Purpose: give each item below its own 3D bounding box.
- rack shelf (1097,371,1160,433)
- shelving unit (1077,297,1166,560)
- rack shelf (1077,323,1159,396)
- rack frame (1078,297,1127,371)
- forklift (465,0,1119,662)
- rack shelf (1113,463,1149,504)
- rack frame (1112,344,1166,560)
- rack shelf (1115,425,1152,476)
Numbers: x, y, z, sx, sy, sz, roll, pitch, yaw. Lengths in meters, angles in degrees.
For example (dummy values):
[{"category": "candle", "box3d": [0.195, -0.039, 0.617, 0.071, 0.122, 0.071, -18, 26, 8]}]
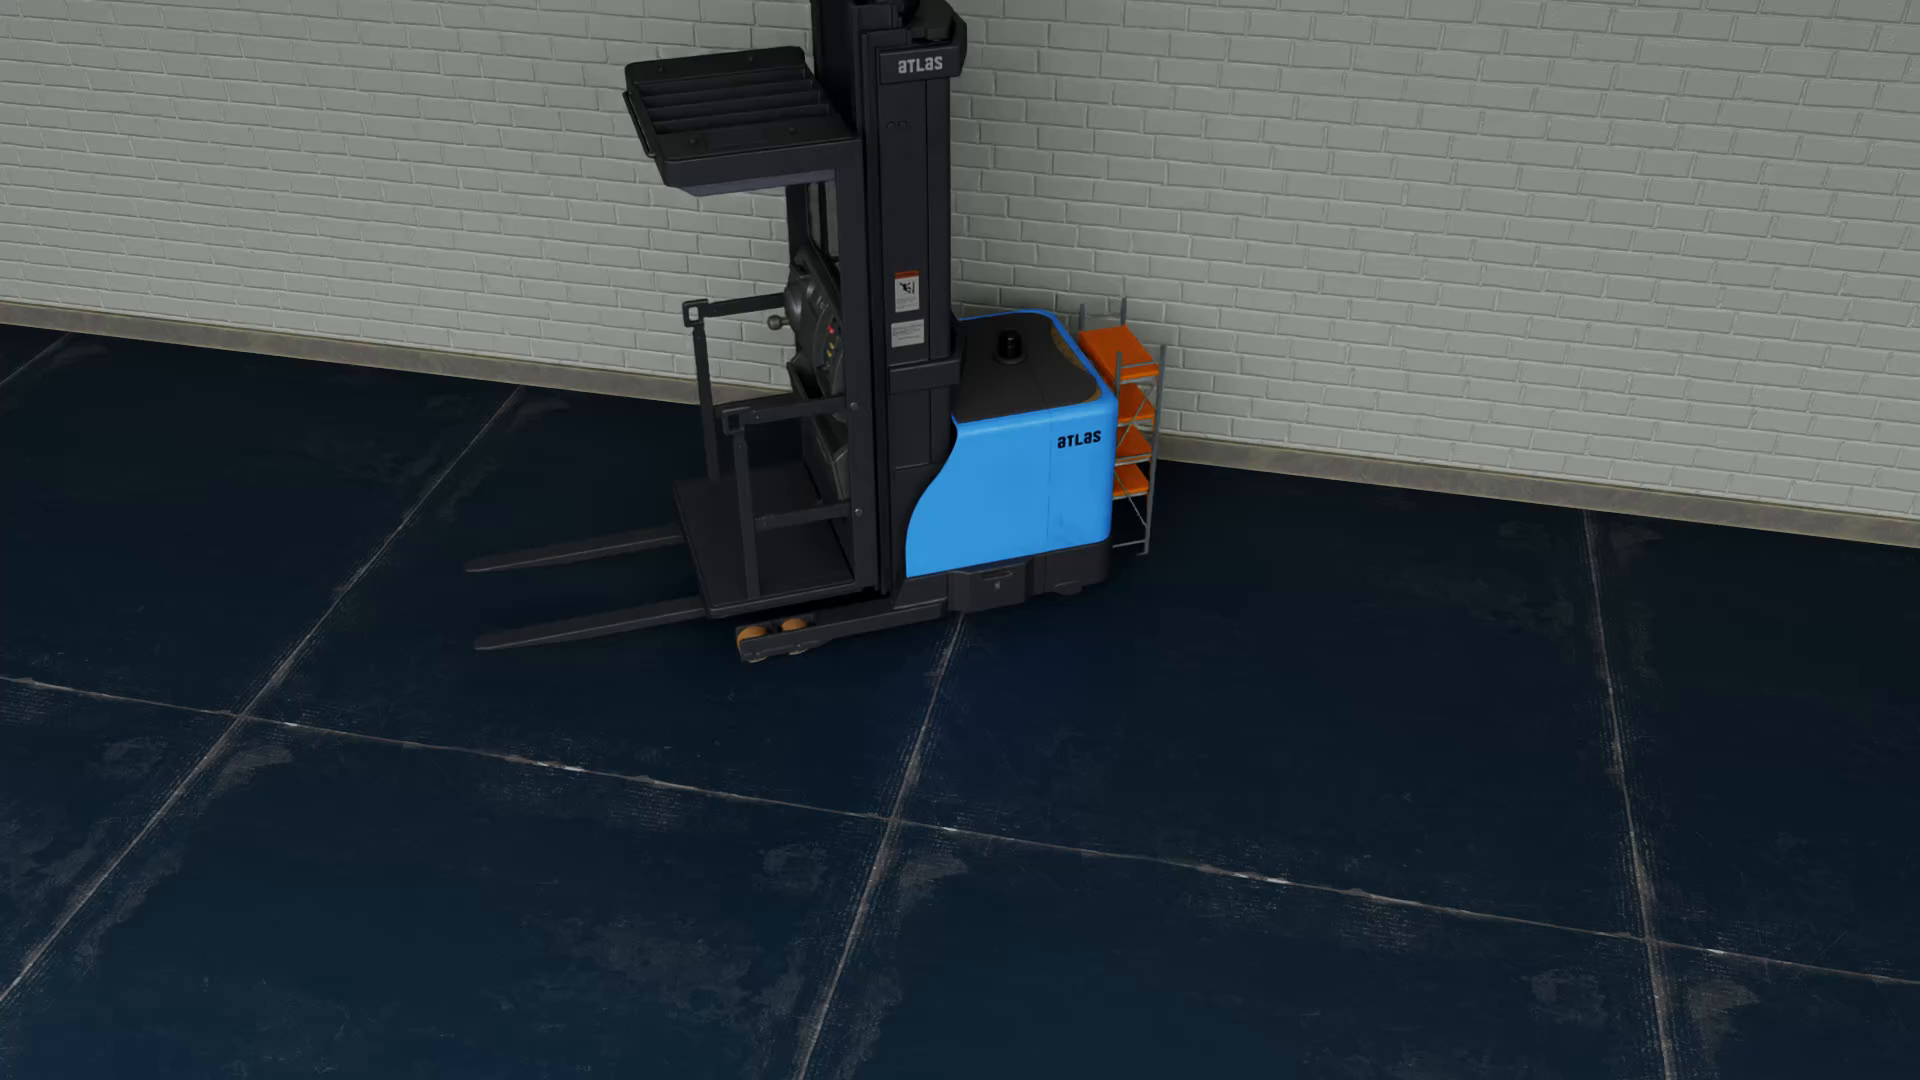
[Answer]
[{"category": "rack shelf", "box3d": [0.767, -0.663, 8.146, 0.258, 0.148, 0.480, -10, 37, -14]}, {"category": "shelving unit", "box3d": [0.767, -0.537, 8.237, 0.258, 1.200, 0.503, -10, 37, -14]}, {"category": "rack shelf", "box3d": [0.768, -0.855, 8.007, 0.258, 0.148, 0.480, -10, 37, -14]}, {"category": "rack frame", "box3d": [0.695, -0.674, 8.426, 0.240, 1.200, 0.015, -10, 37, -14]}, {"category": "forklift", "box3d": [-0.832, -0.967, 7.357, 3.031, 2.935, 1.130, -10, 37, -14]}, {"category": "rack shelf", "box3d": [0.766, -0.321, 8.393, 0.258, 0.148, 0.480, -10, 37, -14]}, {"category": "rack frame", "box3d": [0.839, -0.400, 8.049, 0.240, 1.200, 0.015, -10, 37, -14]}, {"category": "rack shelf", "box3d": [0.766, -0.482, 8.277, 0.258, 0.148, 0.480, -10, 37, -14]}]
